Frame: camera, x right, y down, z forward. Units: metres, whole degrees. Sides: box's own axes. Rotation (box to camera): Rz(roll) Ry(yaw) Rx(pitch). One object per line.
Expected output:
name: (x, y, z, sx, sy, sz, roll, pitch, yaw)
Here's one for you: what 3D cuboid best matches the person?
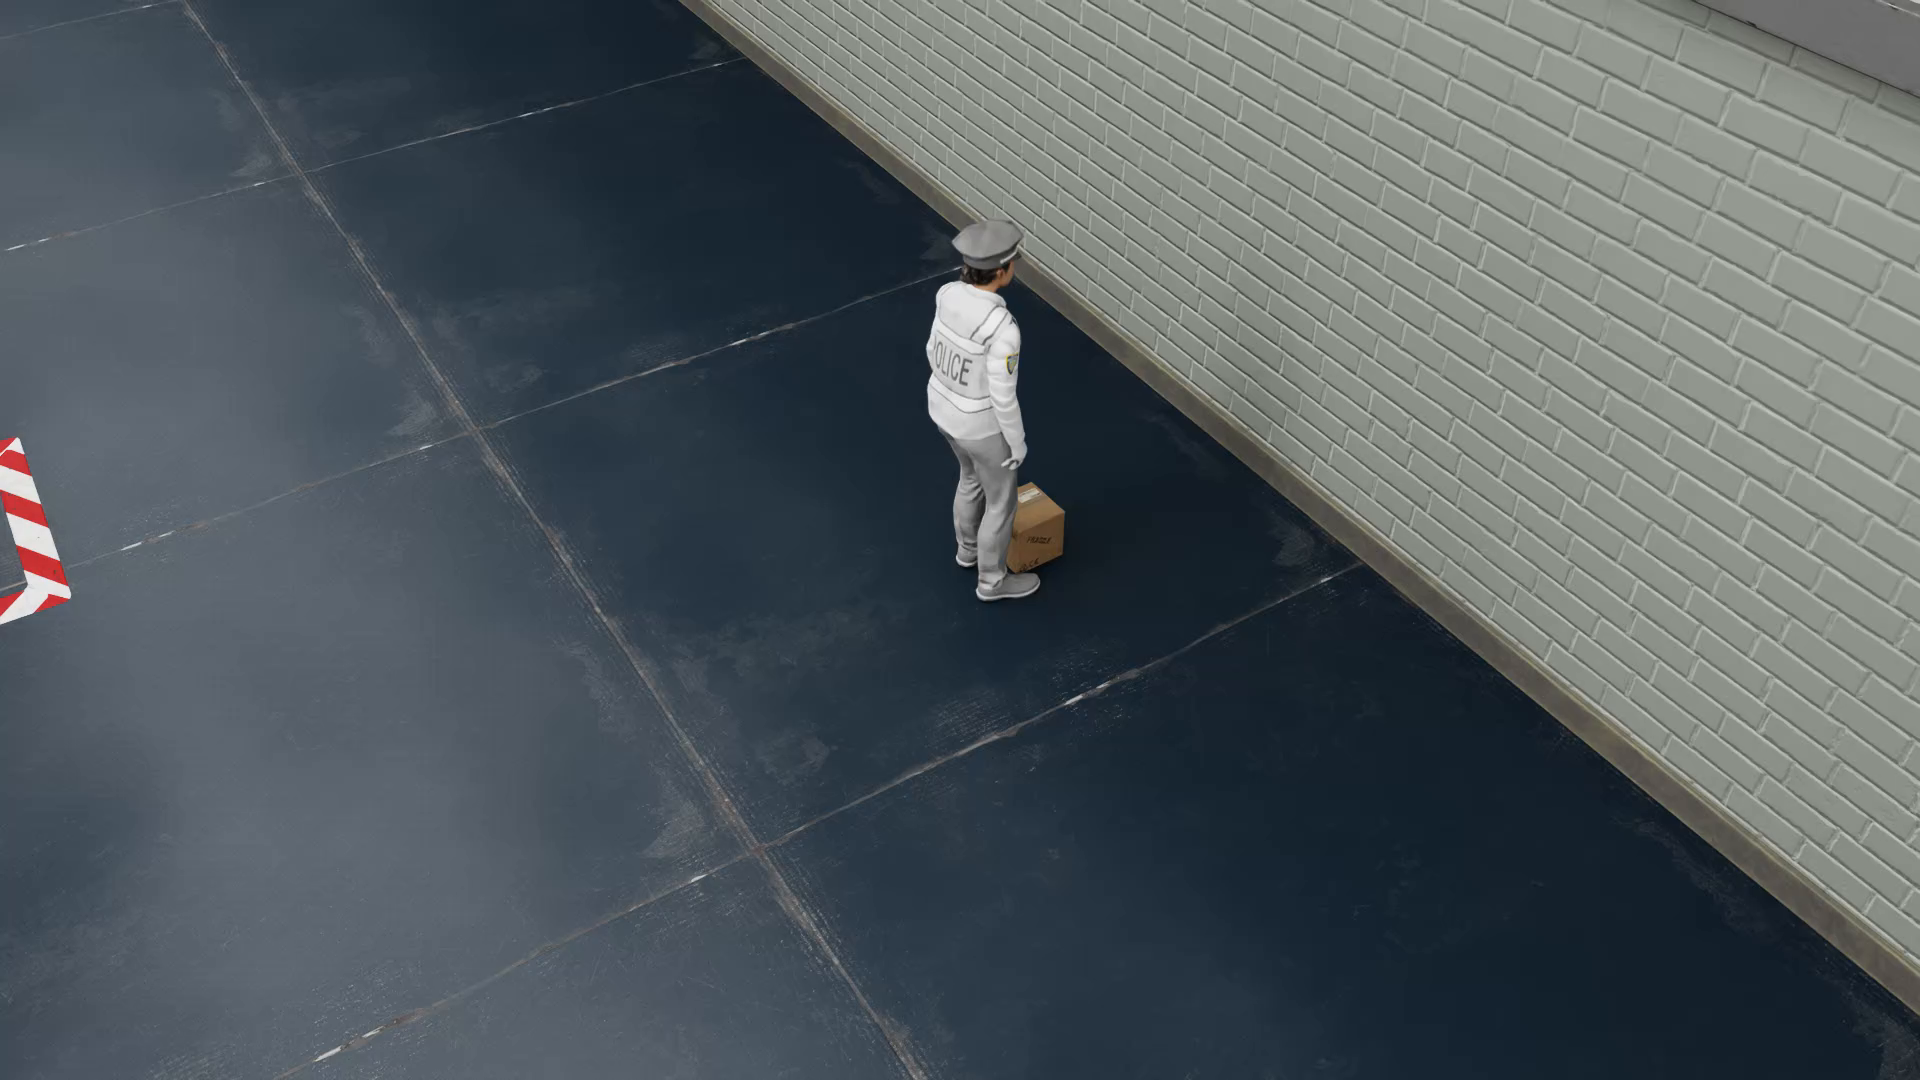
person: (0.096, -0.502, 6.734, 0.414, 1.661, 0.533, -25, 47, -26)
